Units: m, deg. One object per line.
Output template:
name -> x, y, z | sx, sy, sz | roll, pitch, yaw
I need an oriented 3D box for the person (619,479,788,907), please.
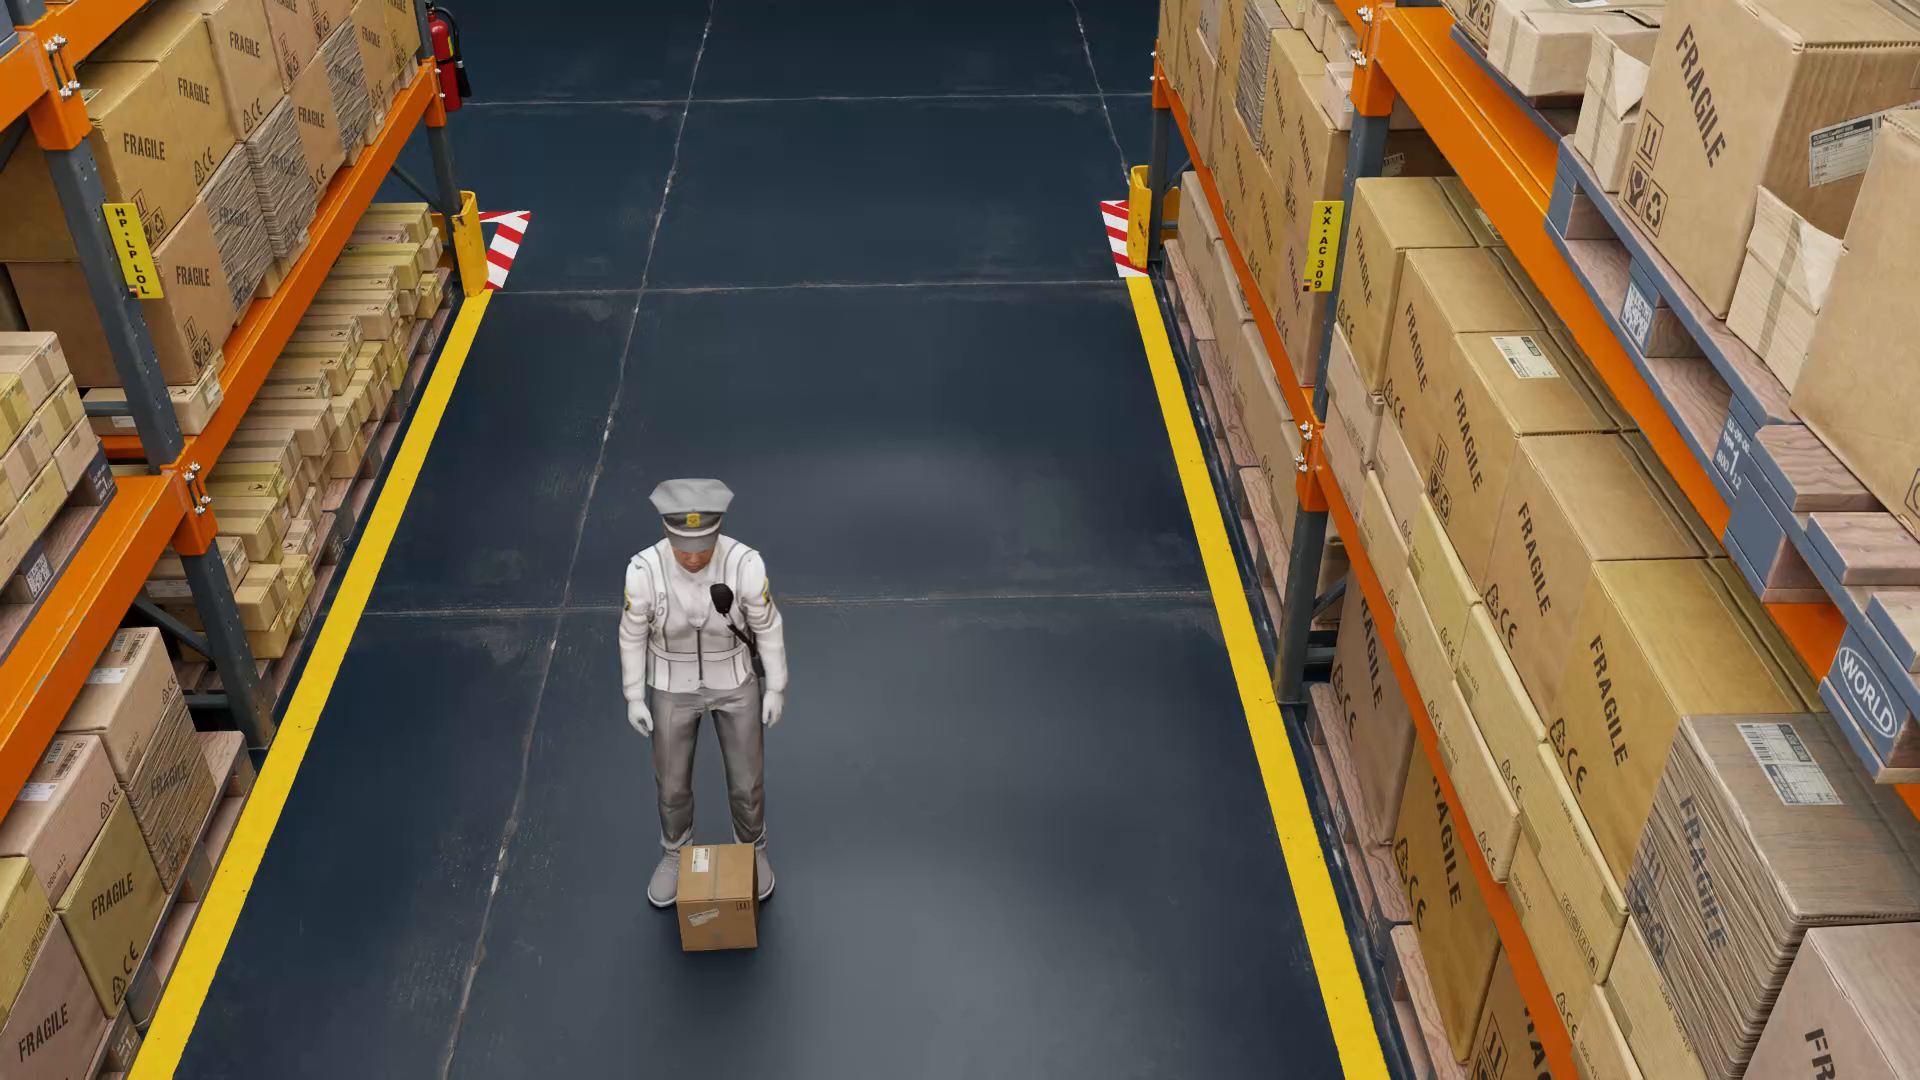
person -> -0.832, 0.498, 5.444 | 0.543, 1.662, 0.376 | -4, 36, -5
